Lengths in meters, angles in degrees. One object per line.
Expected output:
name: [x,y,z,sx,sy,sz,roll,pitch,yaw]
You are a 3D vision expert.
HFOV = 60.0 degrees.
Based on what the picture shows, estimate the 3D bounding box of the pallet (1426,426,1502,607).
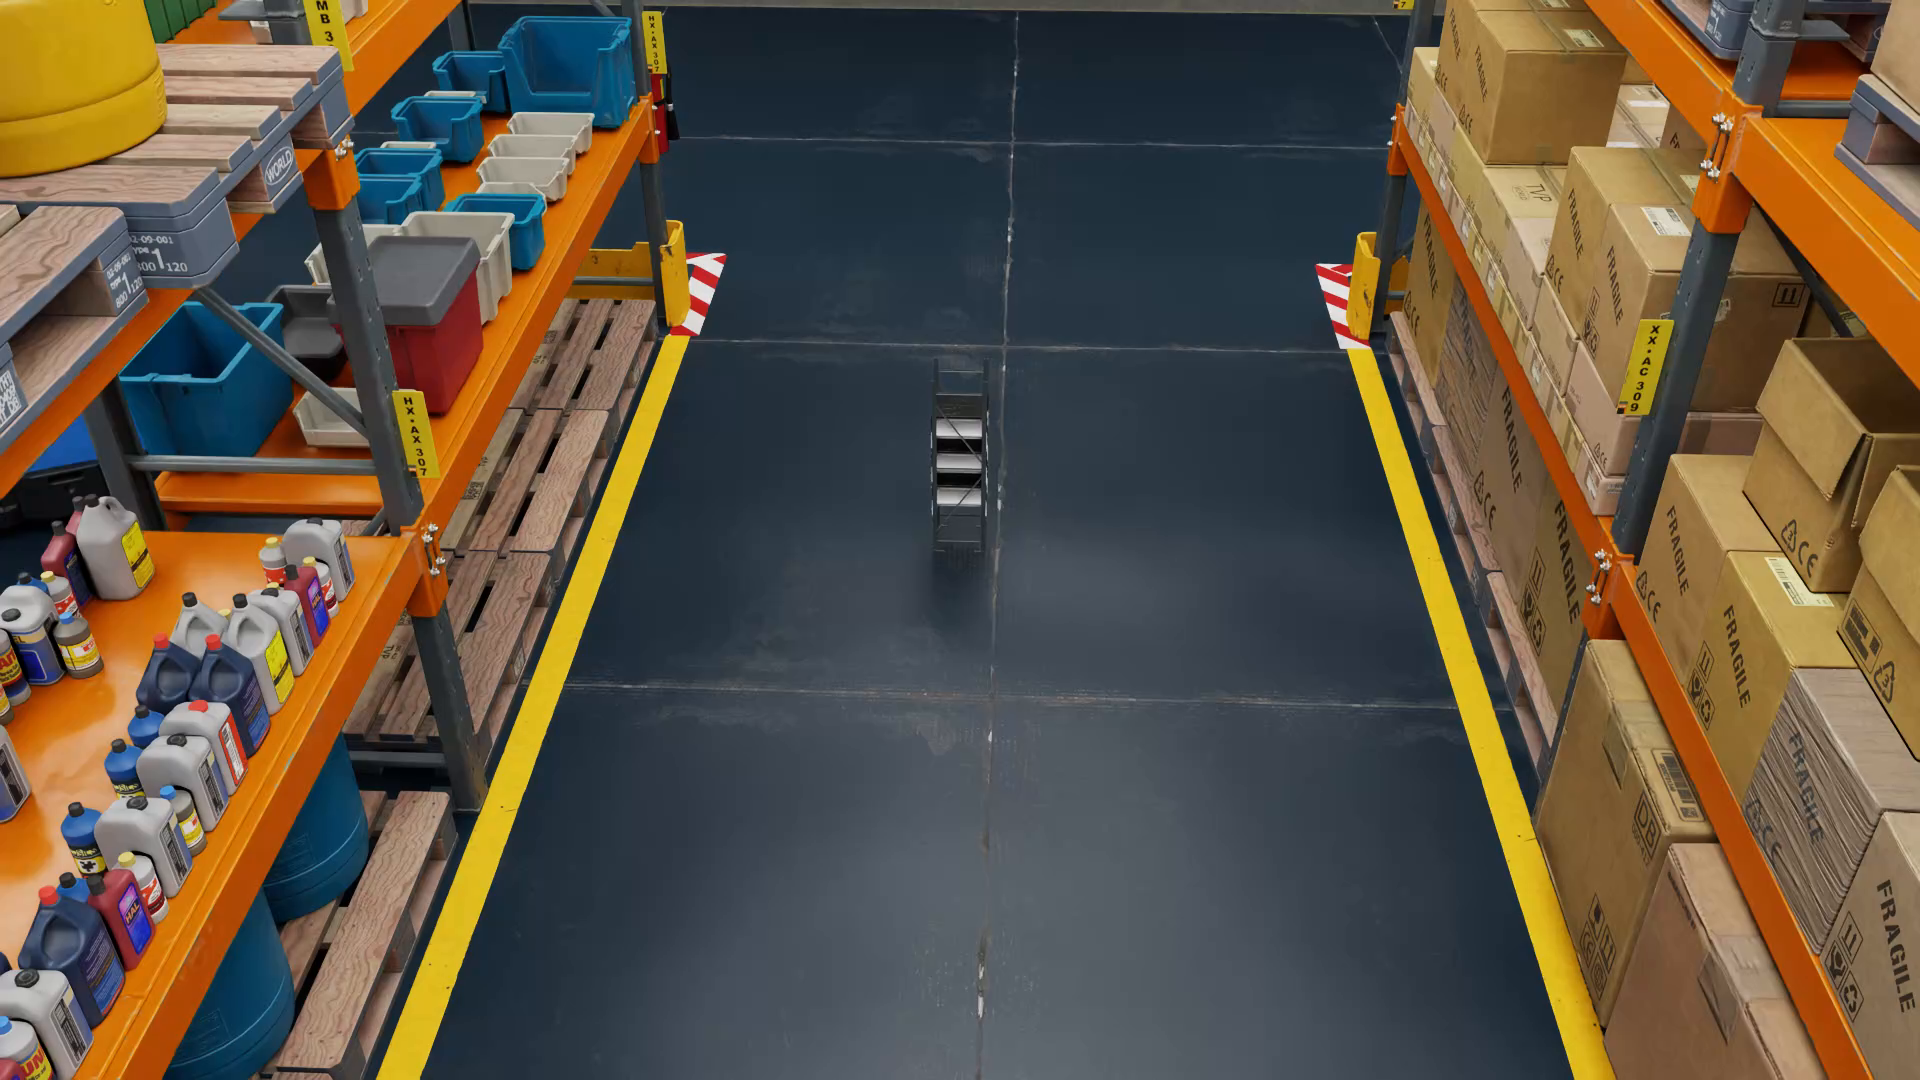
pallet: [2.795,-0.122,7.741,1.003,0.211,1.213,1,35,2]

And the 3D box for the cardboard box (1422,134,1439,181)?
cardboard box: [2.438,-1.830,7.964,0.380,0.149,0.250,1,35,1]

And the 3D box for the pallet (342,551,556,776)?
pallet: [-2.318,0.478,6.887,1.003,0.211,1.213,1,35,2]

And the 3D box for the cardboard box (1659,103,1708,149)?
cardboard box: [2.959,-1.344,6.273,0.500,0.500,0.500,0,35,0]

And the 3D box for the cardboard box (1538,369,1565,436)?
cardboard box: [2.346,-0.501,6.072,0.380,0.149,0.250,1,35,1]

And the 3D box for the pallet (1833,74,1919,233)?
pallet: [2.653,-0.747,3.761,0.805,0.209,1.217,0,35,0]

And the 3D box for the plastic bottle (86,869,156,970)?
plastic bottle: [-2.015,0.886,3.982,0.061,0.283,0.133,1,35,2]

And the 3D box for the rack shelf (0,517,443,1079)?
rack shelf: [-2.389,1.204,4.054,1.077,0.370,4.000,1,35,2]

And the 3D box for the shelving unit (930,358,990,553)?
shelving unit: [0.000,-0.373,7.498,0.258,0.900,0.210,1,35,2]

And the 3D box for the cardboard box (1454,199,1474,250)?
cardboard box: [2.408,-1.386,7.331,0.380,0.149,0.250,1,35,1]

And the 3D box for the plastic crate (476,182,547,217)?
plastic crate: [-2.006,-1.485,7.431,0.298,0.136,0.250,1,35,2]

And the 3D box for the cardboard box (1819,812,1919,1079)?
cardboard box: [2.317,0.965,3.681,0.500,0.500,0.500,2,35,3]

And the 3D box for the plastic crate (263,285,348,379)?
plastic crate: [-2.532,-0.801,6.468,0.437,0.125,0.590,1,35,2]

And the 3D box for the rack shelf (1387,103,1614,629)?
rack shelf: [2.721,-0.980,7.162,1.077,0.370,4.000,1,35,2]

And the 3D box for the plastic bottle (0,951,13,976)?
plastic bottle: [-2.220,1.023,3.729,0.144,0.351,0.185,1,35,2]

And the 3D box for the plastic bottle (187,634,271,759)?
plastic bottle: [-2.026,0.422,4.583,0.144,0.351,0.185,1,35,2]

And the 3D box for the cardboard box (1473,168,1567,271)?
cardboard box: [2.458,-1.327,6.901,0.500,0.250,0.500,1,35,1]

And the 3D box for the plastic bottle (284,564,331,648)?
plastic bottle: [-1.965,0.176,4.993,0.061,0.283,0.133,1,35,2]

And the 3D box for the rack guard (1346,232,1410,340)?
rack guard: [2.802,-1.415,9.328,1.175,0.500,0.348,1,35,2]

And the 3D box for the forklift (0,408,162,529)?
forklift: [-5.157,-1.363,7.141,3.031,2.935,1.130,-14,37,-19]

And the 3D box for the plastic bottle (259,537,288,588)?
plastic bottle: [-2.127,0.083,5.196,0.097,0.201,0.097,0,35,0]

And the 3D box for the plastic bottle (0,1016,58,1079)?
plastic bottle: [-2.051,1.140,3.631,0.097,0.271,0.097,0,35,0]

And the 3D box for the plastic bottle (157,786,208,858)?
plastic bottle: [-2.019,0.720,4.290,0.097,0.201,0.097,0,35,0]

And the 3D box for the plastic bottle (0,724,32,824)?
plastic bottle: [-2.593,0.604,4.390,0.152,0.276,0.135,1,35,2]

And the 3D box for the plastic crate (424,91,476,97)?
plastic crate: [-2.582,-2.138,8.361,0.250,0.136,0.298,1,35,2]

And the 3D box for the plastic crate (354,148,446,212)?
plastic crate: [-2.540,-1.603,7.516,0.416,0.233,0.300,1,35,2]

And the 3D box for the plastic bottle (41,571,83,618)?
plastic bottle: [-2.741,0.186,5.050,0.097,0.201,0.097,0,35,0]

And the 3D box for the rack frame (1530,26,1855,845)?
rack frame: [2.640,-0.125,5.320,1.000,3.000,0.127,1,35,2]

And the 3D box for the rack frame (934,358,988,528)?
rack frame: [0.004,-0.431,7.581,0.240,0.900,0.006,1,35,2]

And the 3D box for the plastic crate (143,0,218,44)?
plastic crate: [-2.594,-1.631,5.037,0.450,0.188,0.662,1,35,2]

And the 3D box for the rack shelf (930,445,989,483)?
rack shelf: [0.000,-0.346,7.517,0.258,0.077,0.200,1,35,2]

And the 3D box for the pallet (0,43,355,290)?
pallet: [-2.243,-0.937,4.030,1.213,0.211,1.003,1,35,2]

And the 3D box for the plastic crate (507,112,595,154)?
plastic crate: [-2.000,-1.982,8.139,0.396,0.136,0.243,1,35,2]

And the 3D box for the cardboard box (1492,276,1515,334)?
cardboard box: [2.376,-0.944,6.703,0.380,0.149,0.250,1,35,1]

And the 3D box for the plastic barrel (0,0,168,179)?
plastic barrel: [-2.143,-1.187,3.692,0.600,0.588,0.600,0,35,0]

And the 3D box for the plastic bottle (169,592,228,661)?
plastic bottle: [-2.163,0.313,4.739,0.144,0.351,0.185,1,35,2]

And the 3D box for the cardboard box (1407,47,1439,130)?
cardboard box: [2.512,-2.214,8.164,0.500,0.250,0.500,0,35,1]

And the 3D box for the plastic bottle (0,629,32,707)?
plastic bottle: [-2.755,0.346,4.761,0.097,0.271,0.097,0,35,0]

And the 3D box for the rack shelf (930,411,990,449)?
rack shelf: [0.000,-0.493,7.414,0.258,0.077,0.200,1,35,2]

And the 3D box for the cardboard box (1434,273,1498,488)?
cardboard box: [2.819,-0.834,7.810,0.875,0.875,0.875,1,35,2]

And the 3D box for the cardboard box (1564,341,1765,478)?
cardboard box: [2.396,-0.446,5.647,0.500,0.250,0.500,1,35,1]

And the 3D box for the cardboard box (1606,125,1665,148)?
cardboard box: [3.006,-1.616,7.312,0.500,0.250,0.500,0,35,0]

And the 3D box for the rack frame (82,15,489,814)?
rack frame: [-2.309,-0.240,5.483,1.000,3.000,0.127,1,35,2]

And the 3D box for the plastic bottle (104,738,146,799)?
plastic bottle: [-2.167,0.631,4.355,0.097,0.271,0.097,0,35,0]

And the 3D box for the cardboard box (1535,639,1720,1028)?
cardboard box: [2.635,0.940,5.286,1.225,0.875,0.875,1,35,2]

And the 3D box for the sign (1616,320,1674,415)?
sign: [2.086,-0.524,5.065,0.100,0.325,0.005,1,35,2]

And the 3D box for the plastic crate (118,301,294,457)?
plastic crate: [-2.631,-0.534,5.863,0.392,0.384,0.575,1,35,2]

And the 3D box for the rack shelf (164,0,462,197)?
rack shelf: [-2.228,-2.322,6.462,1.077,0.370,4.000,1,35,2]

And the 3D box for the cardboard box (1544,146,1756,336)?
cardboard box: [2.416,-1.051,5.856,0.500,0.500,0.500,2,35,2]

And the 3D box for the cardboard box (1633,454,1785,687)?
cardboard box: [2.372,0.092,4.923,0.500,0.500,0.500,1,35,2]
